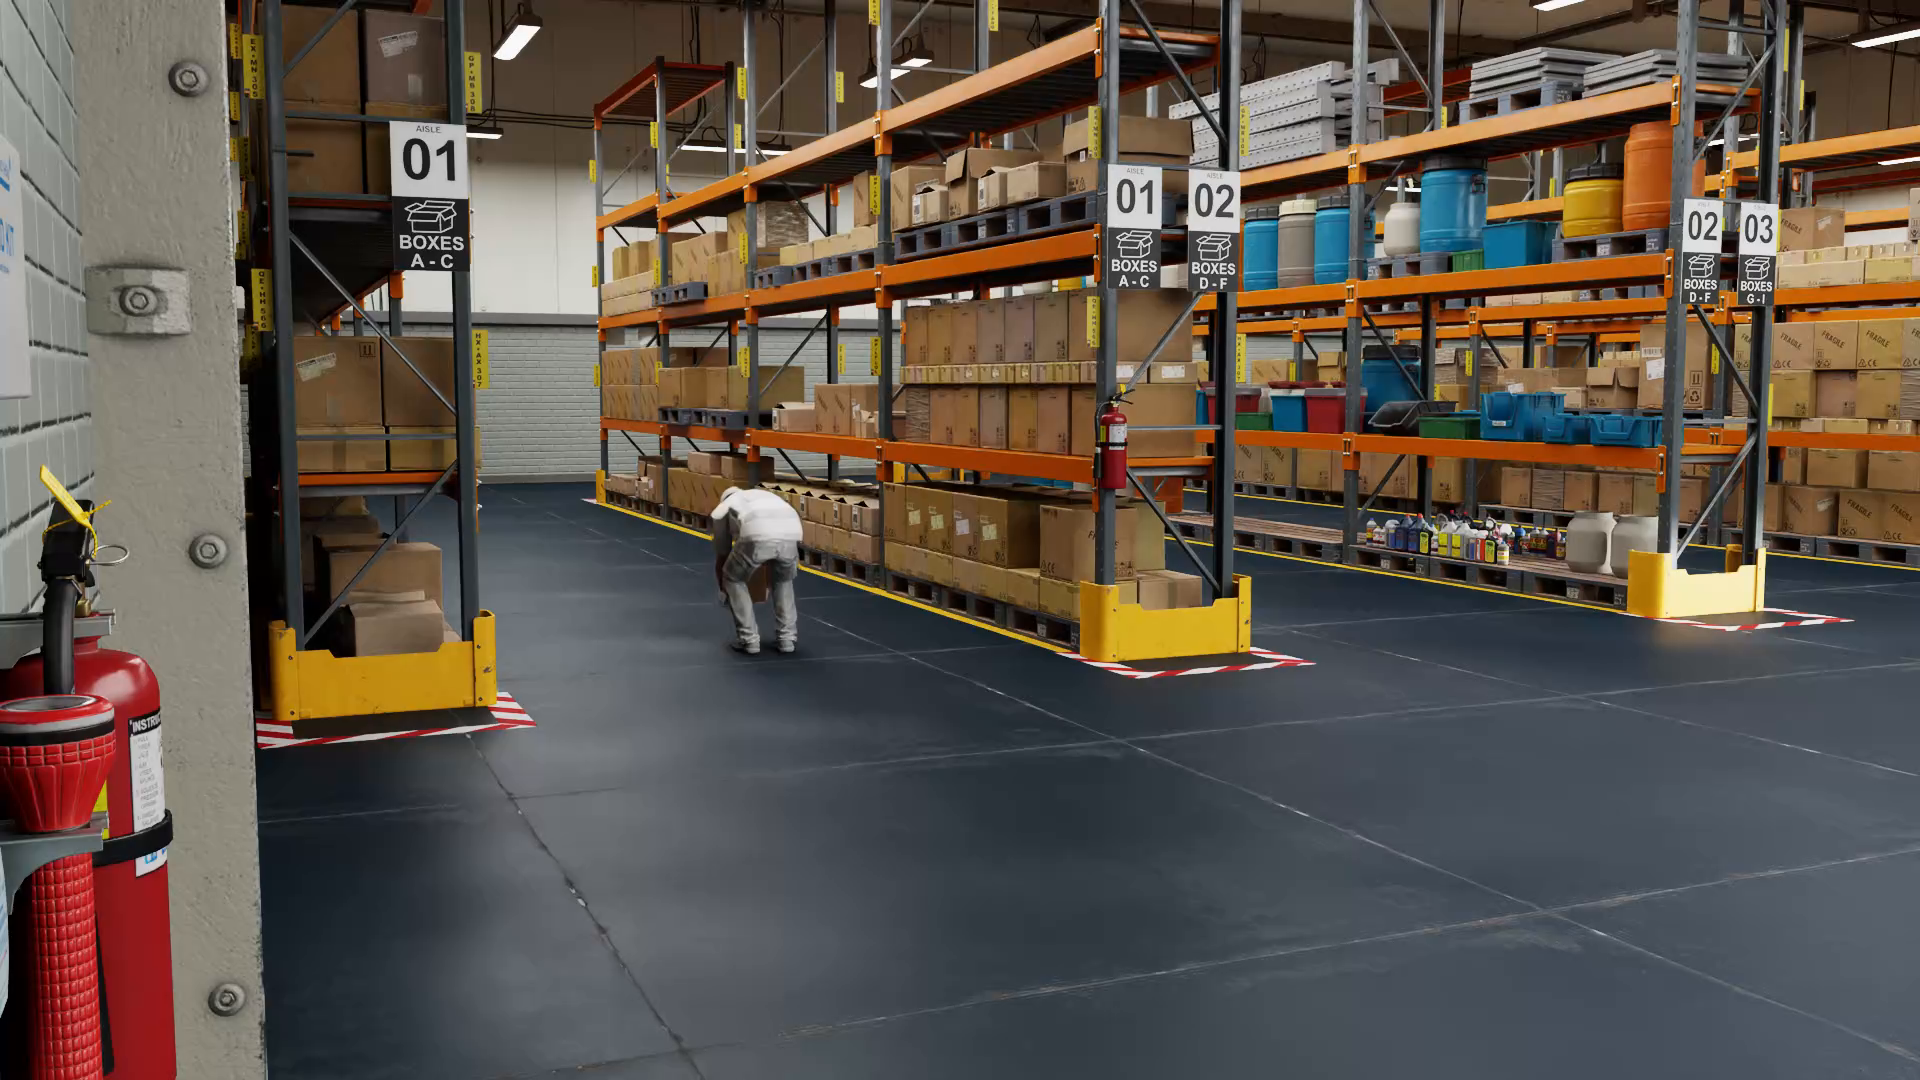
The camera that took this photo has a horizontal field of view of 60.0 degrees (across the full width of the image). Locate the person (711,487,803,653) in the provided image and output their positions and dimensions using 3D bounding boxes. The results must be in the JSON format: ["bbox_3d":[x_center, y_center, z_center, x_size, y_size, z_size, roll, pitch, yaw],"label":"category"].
[{"bbox_3d":[-1.412,0.195,11.373,0.531,1.083,0.977,-3,6,-27],"label":"person"}]
